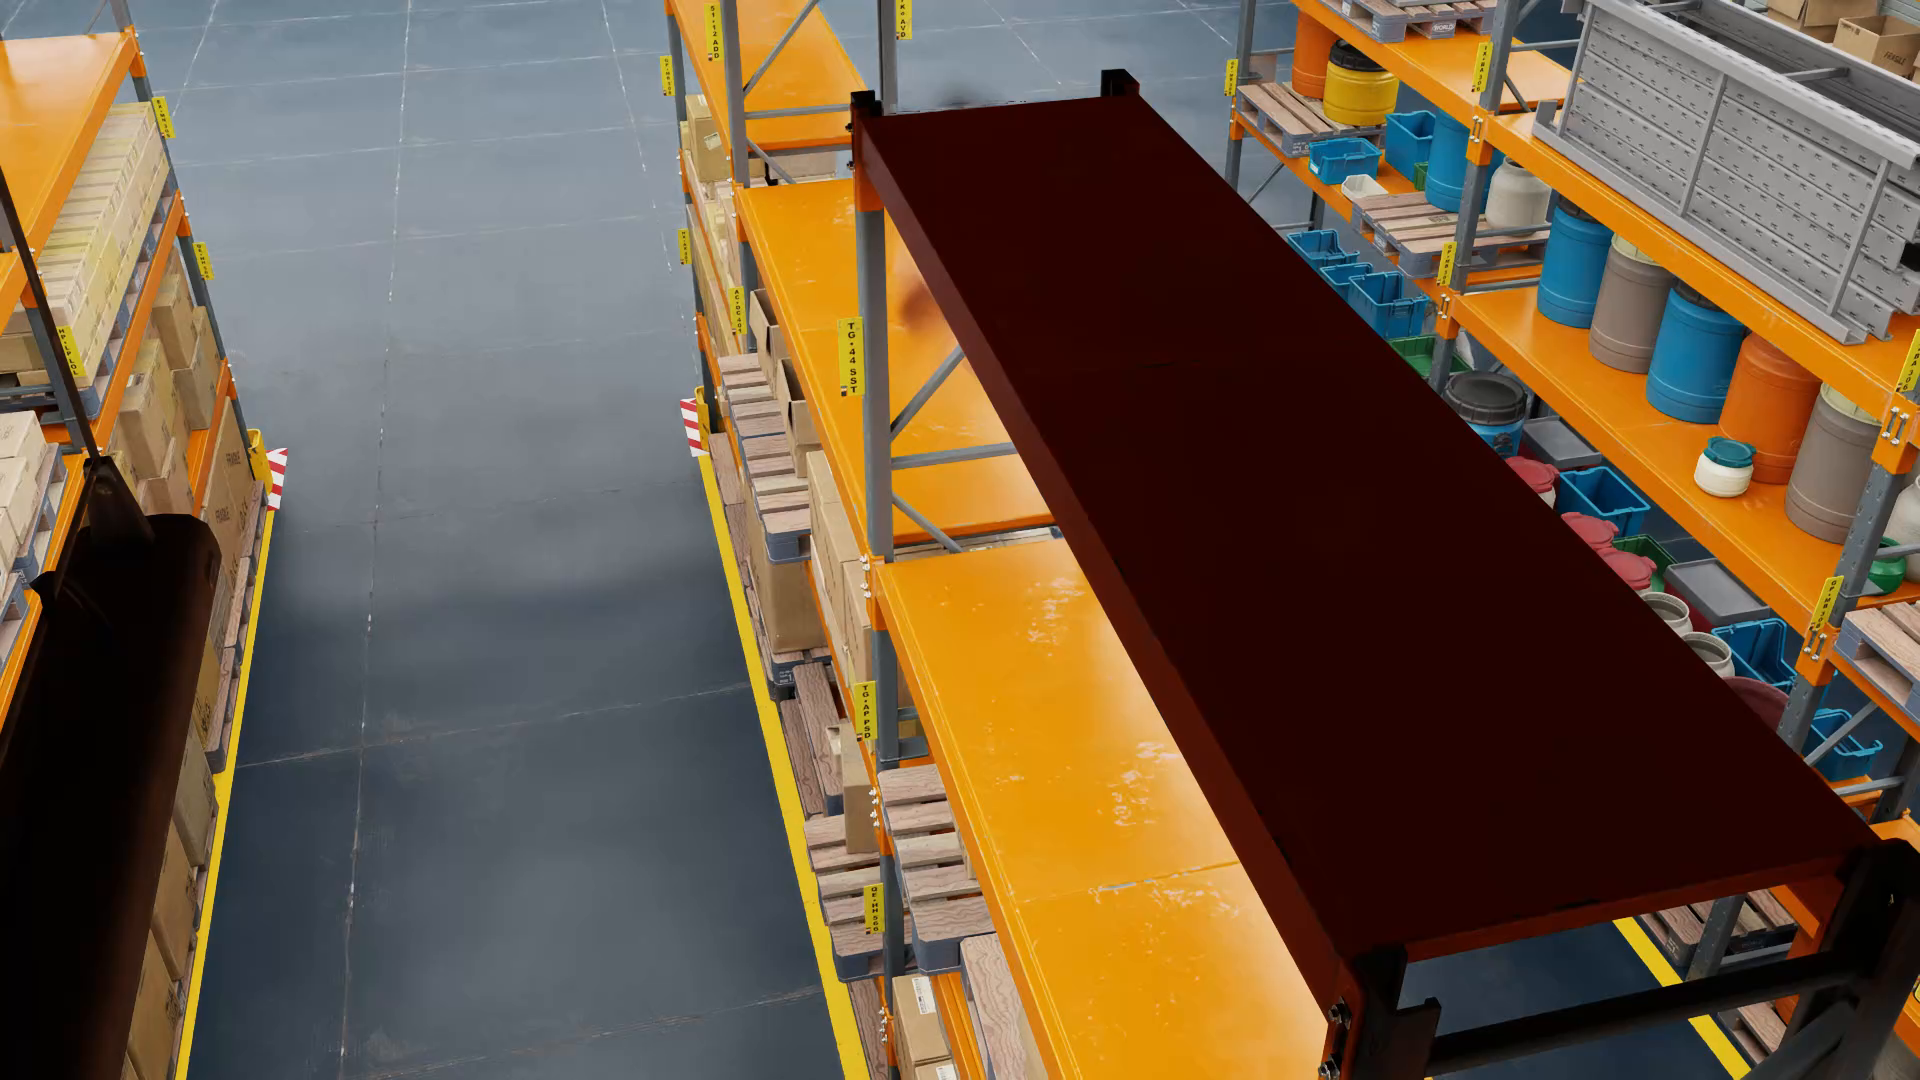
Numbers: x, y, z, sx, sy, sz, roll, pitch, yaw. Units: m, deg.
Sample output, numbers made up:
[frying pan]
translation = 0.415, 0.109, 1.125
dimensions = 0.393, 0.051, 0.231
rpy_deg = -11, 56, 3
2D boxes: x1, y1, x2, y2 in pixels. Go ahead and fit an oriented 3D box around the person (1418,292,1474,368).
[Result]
[person]
translation = 4.711, -2.352, 15.978
dimensions = 0.695, 1.807, 0.816
rpy_deg = -21, 40, -28
